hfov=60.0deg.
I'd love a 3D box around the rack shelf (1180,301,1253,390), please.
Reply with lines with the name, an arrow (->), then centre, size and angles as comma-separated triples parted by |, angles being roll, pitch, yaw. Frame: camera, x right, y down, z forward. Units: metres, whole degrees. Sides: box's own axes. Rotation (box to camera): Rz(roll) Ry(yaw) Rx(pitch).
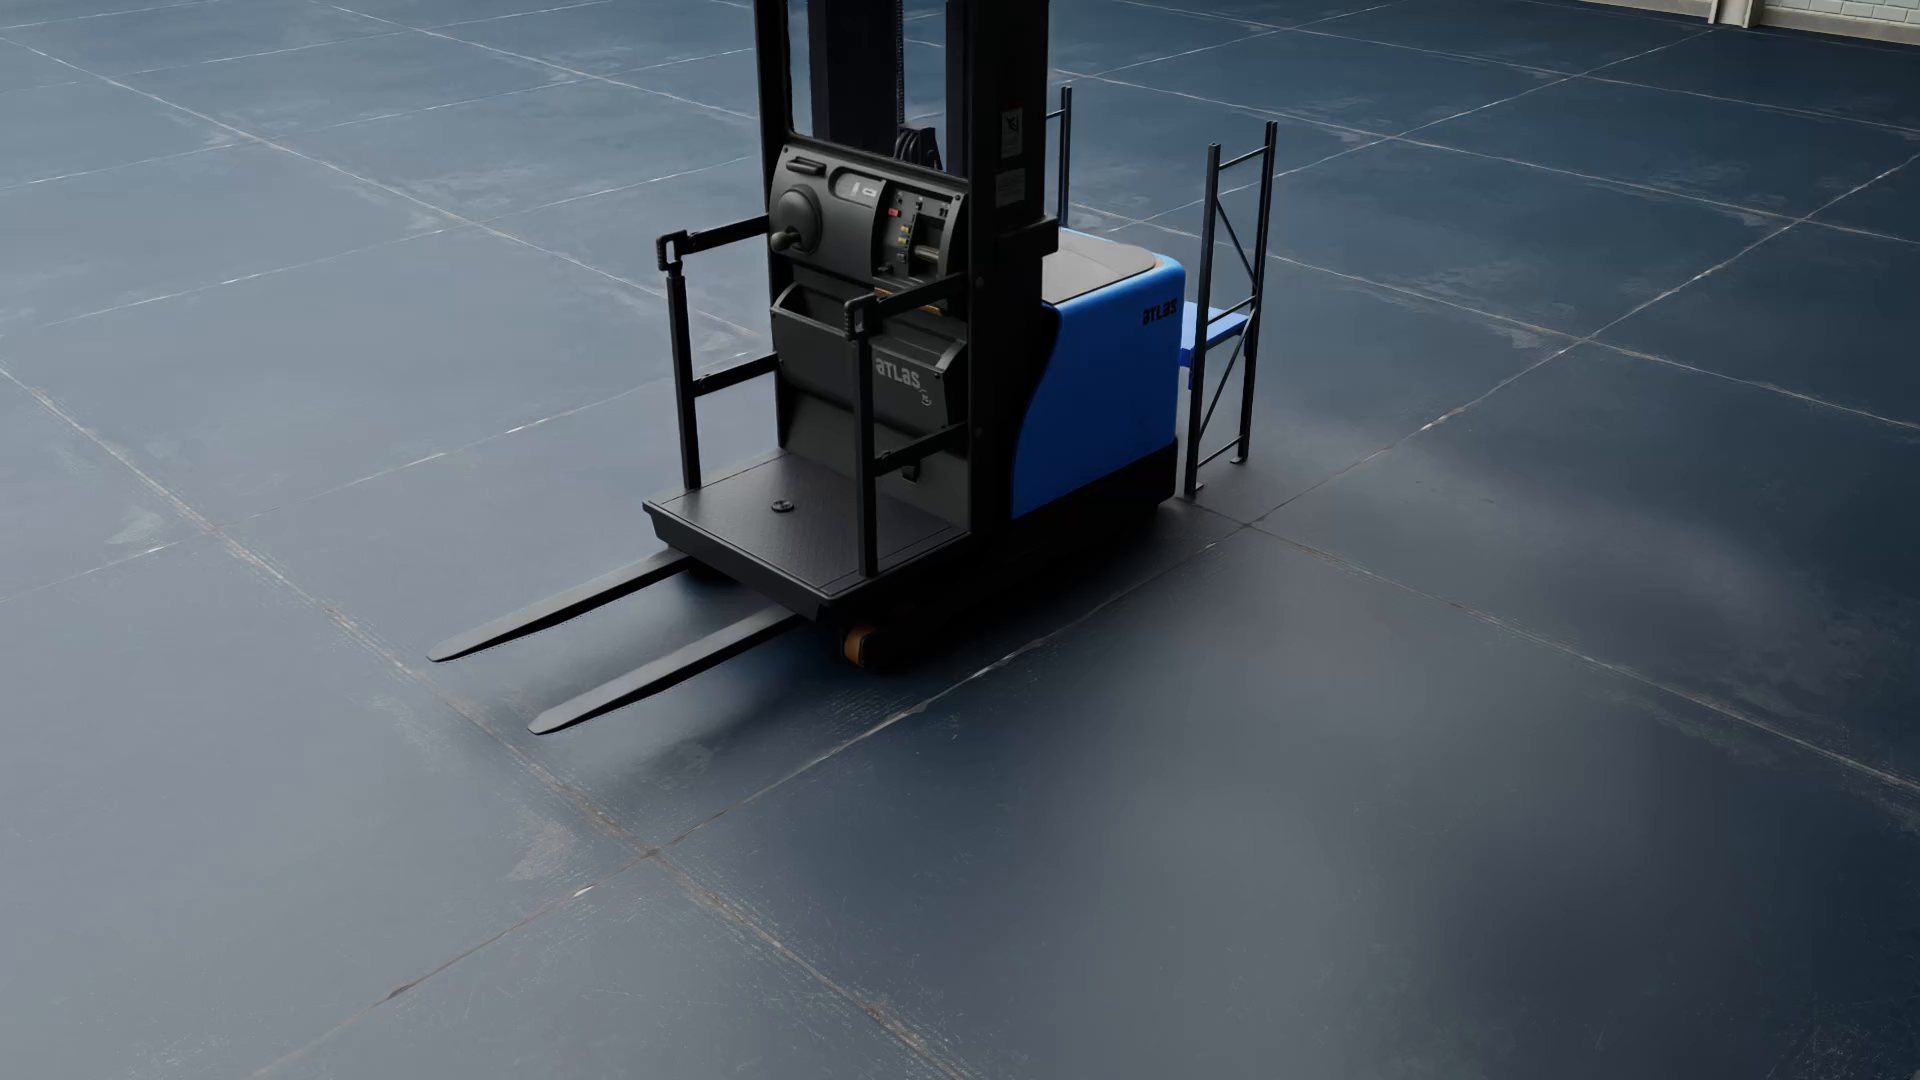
rack shelf -> 0.727, -0.940, 7.313 | 1.000, 0.185, 0.538 | 20, 34, 33

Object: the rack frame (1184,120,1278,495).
rack frame -> 1.127, -0.953, 6.951 | 0.032, 1.500, 0.500 | 20, 34, 33

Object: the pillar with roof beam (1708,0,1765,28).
pillar with roof beam -> 4.662, -7.682, 11.690 | 0.400, 9.000, 9.100 | 25, 36, 38

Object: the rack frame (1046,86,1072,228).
rack frame -> 0.327, -1.245, 7.507 | 0.032, 1.500, 0.500 | 20, 34, 33

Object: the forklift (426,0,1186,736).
forklift -> -0.486, -1.111, 5.714 | 1.130, 2.935, 3.031 | 24, 36, 38

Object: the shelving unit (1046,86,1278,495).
shelving unit -> 0.727, -1.099, 7.229 | 1.048, 1.500, 0.538 | 20, 34, 33
